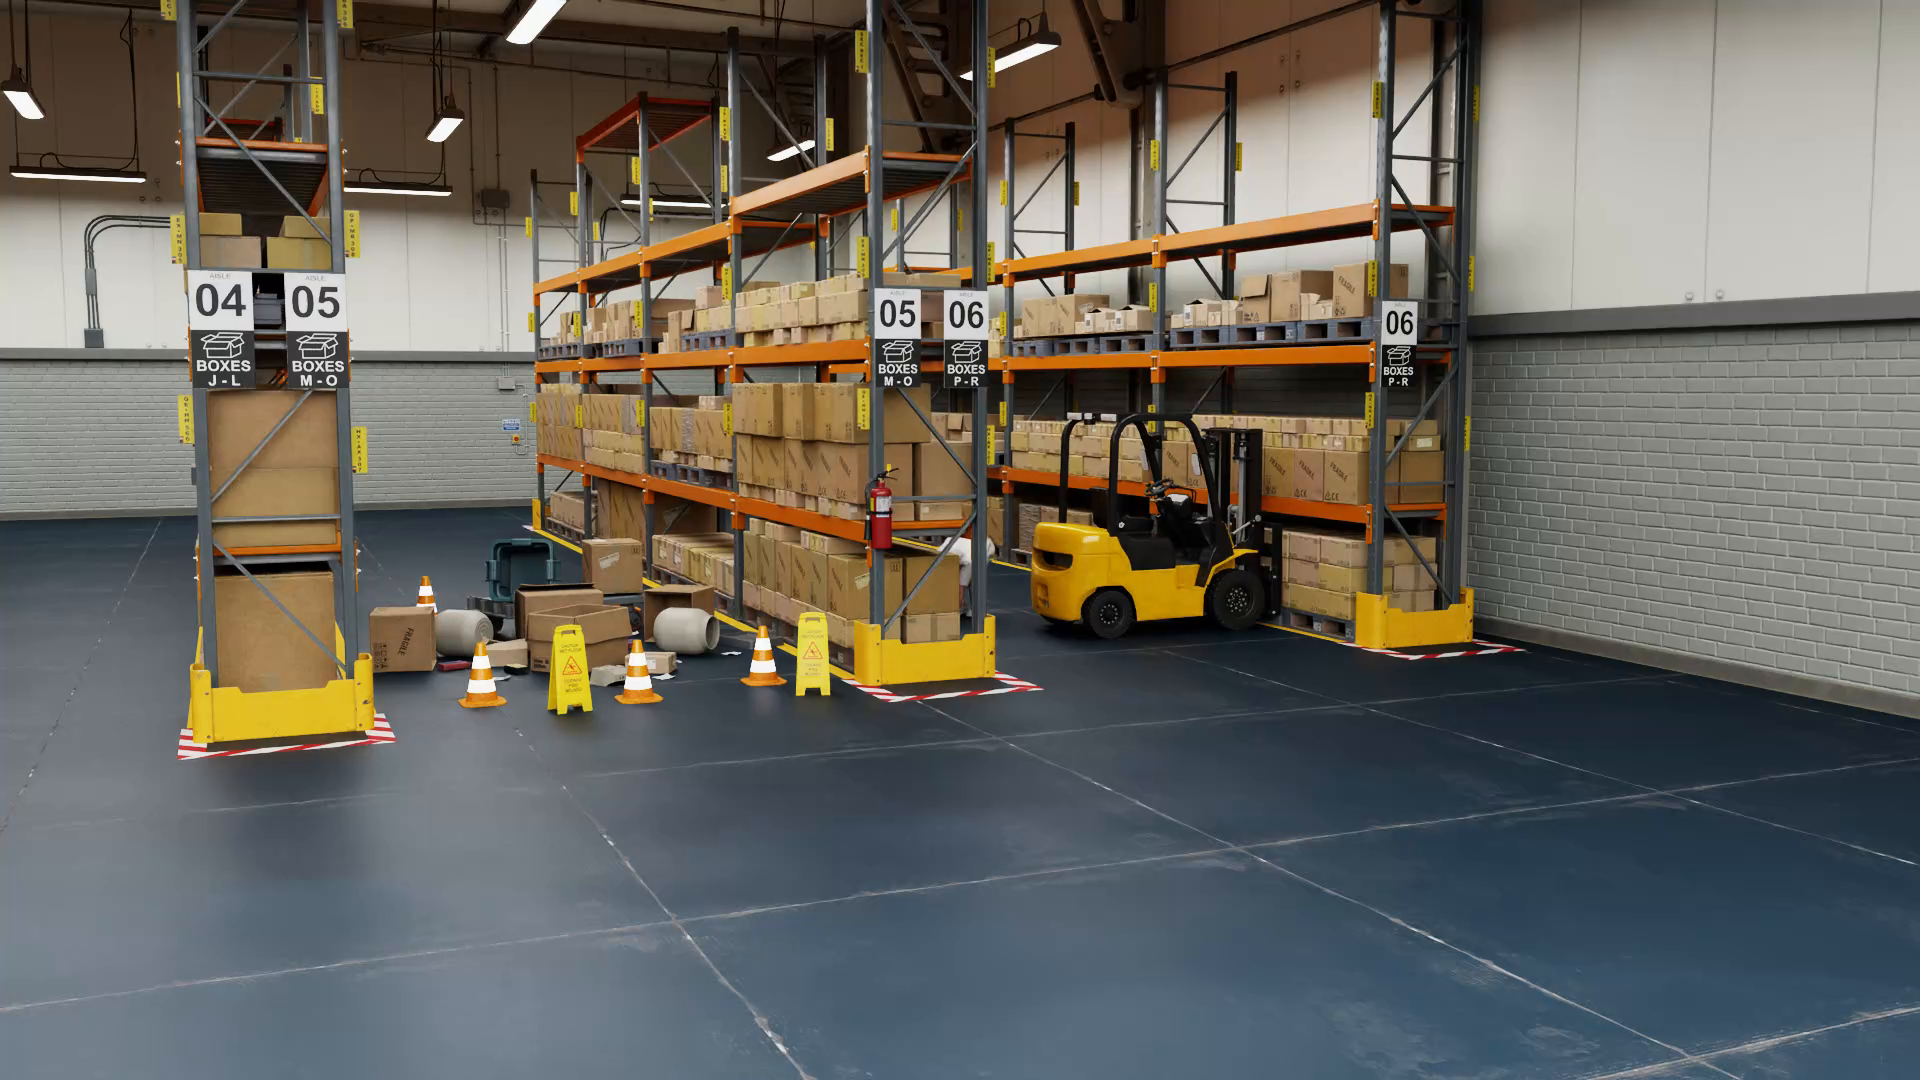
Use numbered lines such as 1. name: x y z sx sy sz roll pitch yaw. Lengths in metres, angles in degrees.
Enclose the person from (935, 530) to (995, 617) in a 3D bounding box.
1. person: -0.006 0.336 17.415 0.521 0.958 0.980 3 6 32
